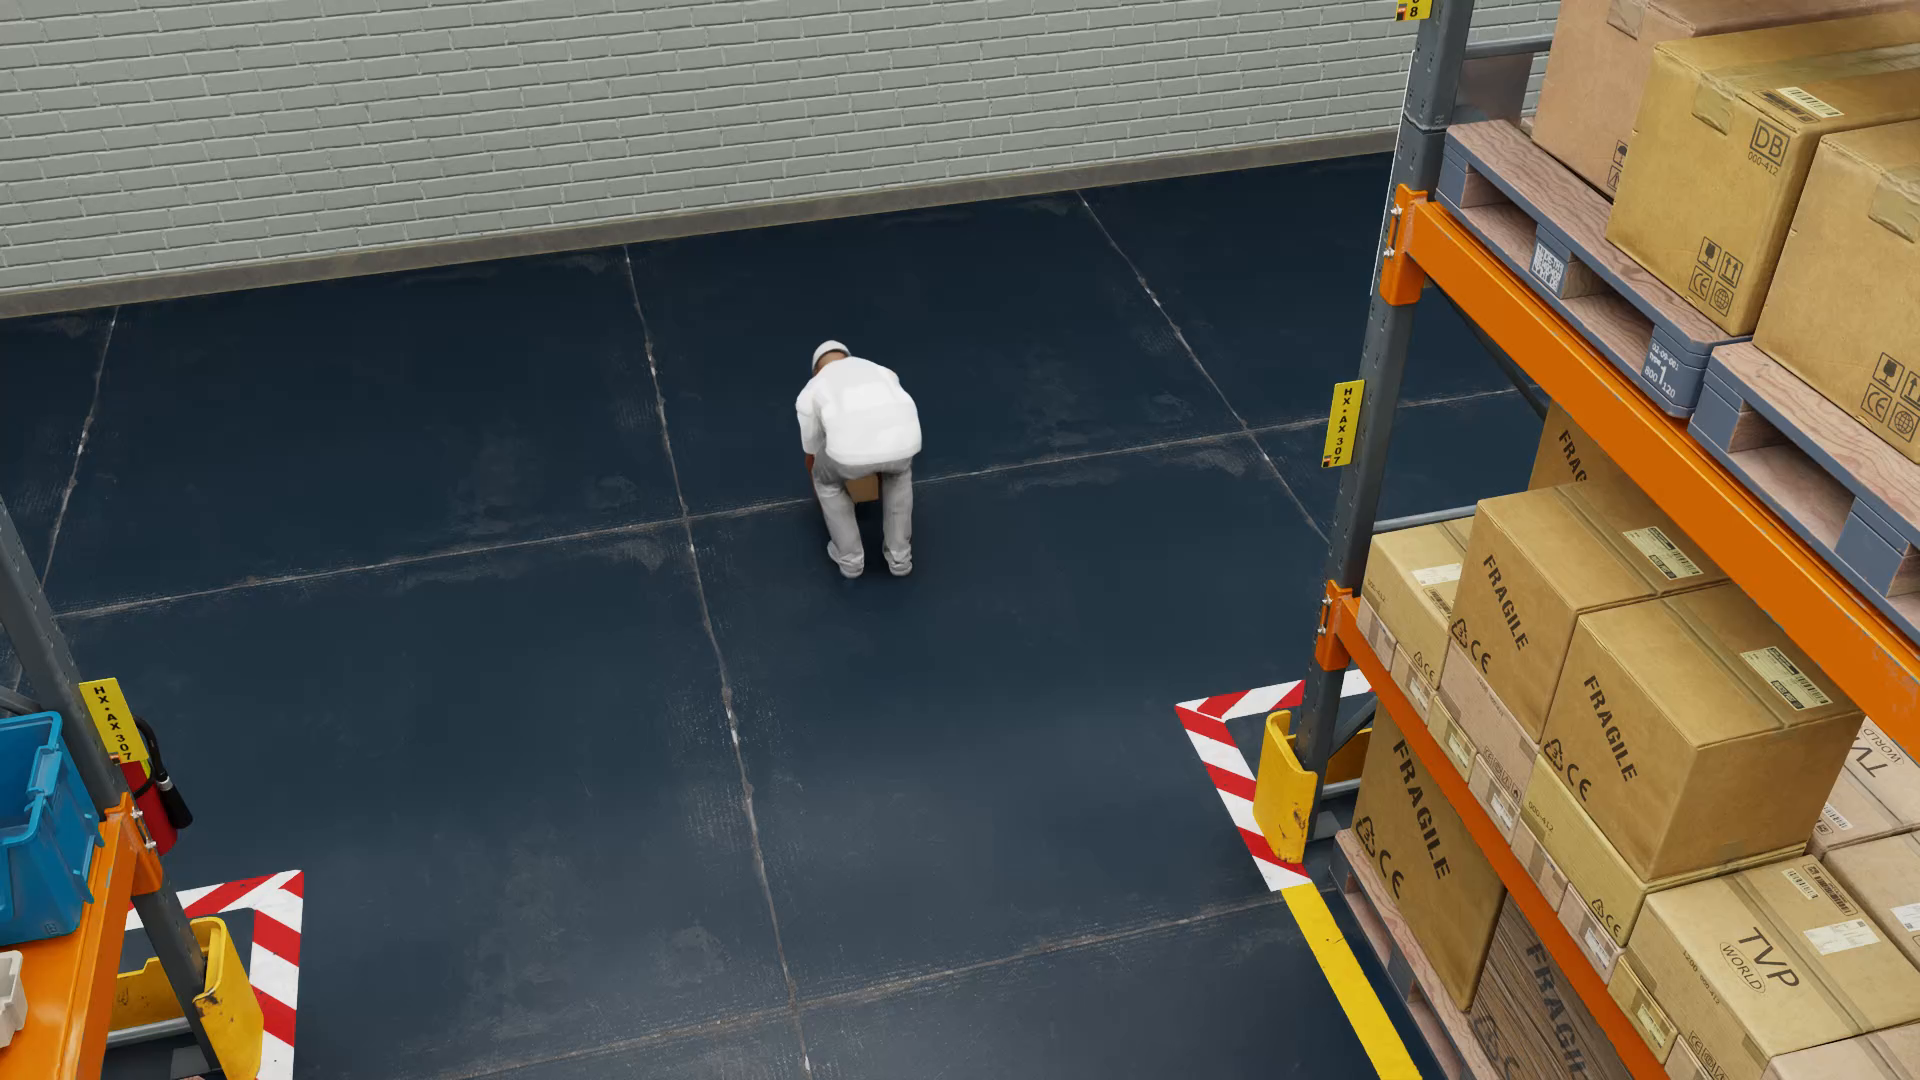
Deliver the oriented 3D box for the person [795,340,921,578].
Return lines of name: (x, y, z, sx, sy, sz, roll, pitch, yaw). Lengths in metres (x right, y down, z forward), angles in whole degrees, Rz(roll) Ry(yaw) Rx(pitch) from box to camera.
person: (-0.493, -0.402, 7.814, 0.497, 1.019, 0.977, -11, 39, -14)
